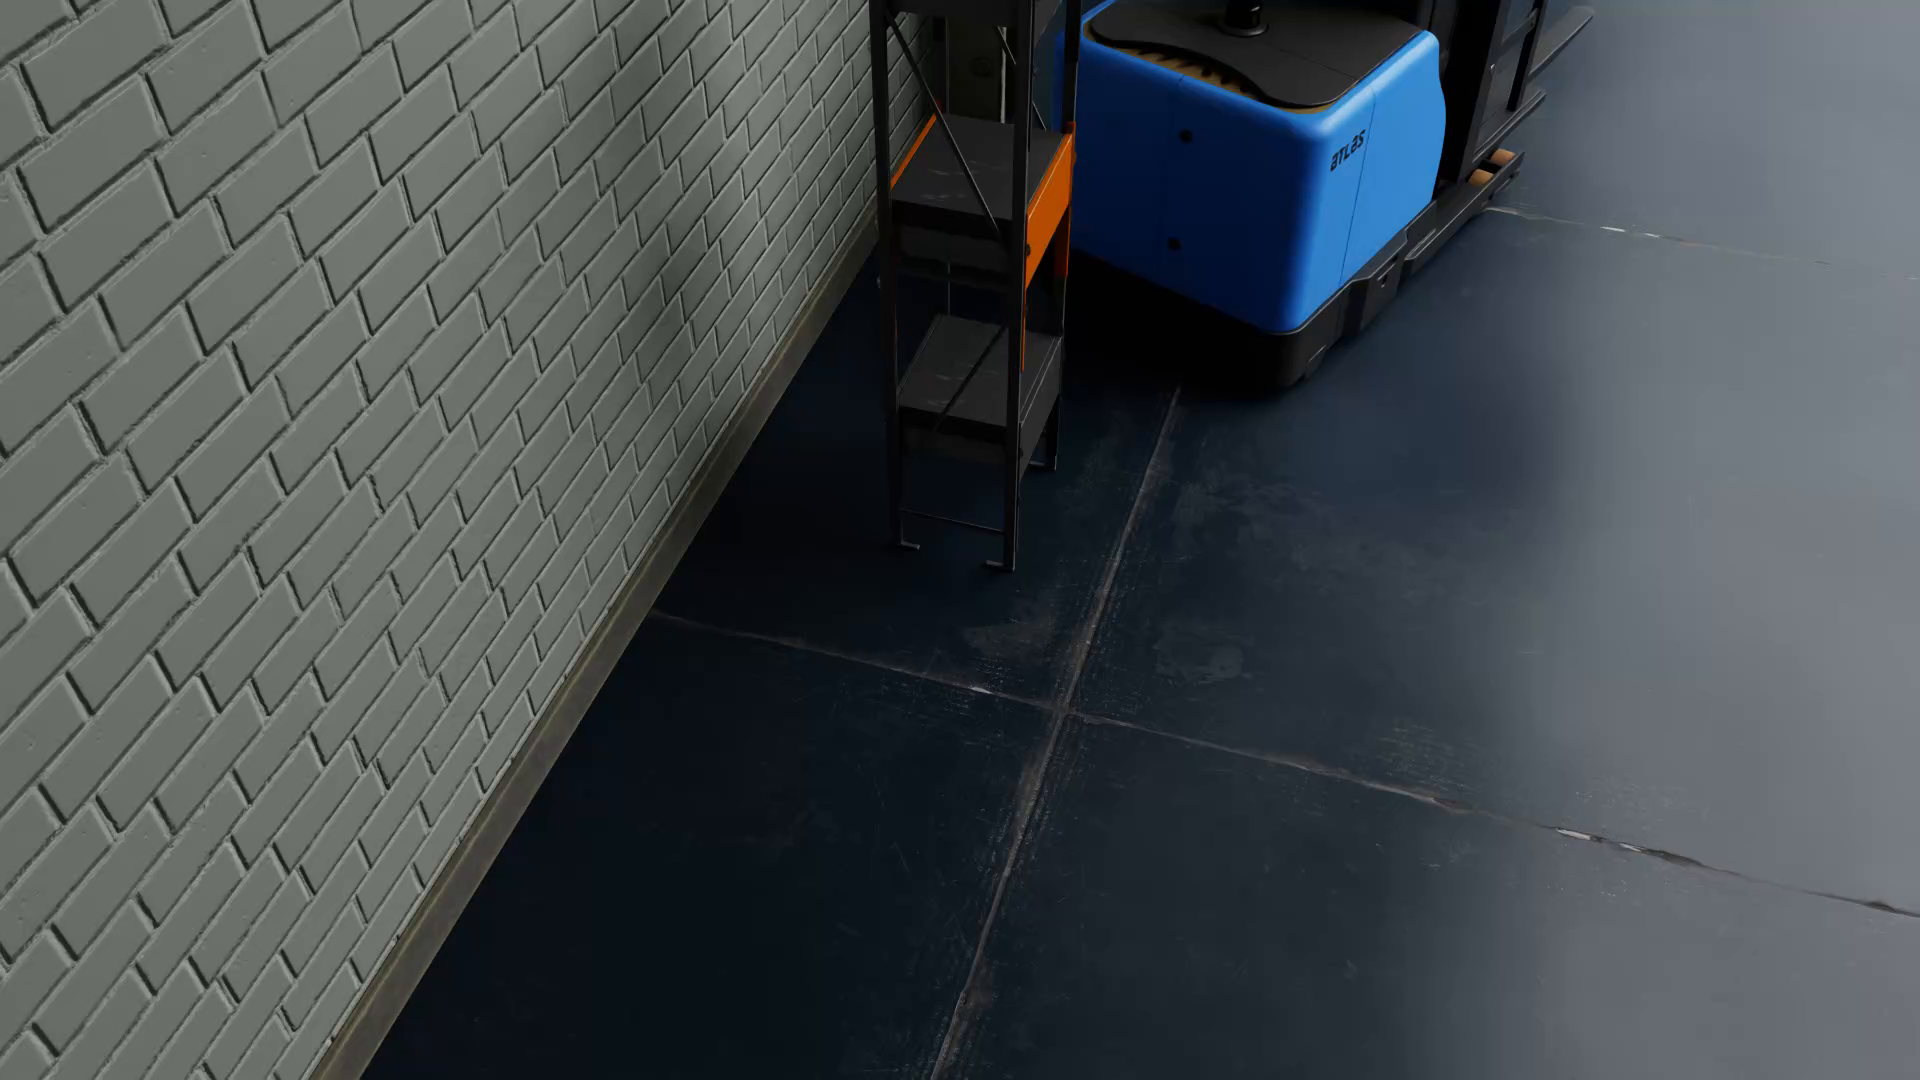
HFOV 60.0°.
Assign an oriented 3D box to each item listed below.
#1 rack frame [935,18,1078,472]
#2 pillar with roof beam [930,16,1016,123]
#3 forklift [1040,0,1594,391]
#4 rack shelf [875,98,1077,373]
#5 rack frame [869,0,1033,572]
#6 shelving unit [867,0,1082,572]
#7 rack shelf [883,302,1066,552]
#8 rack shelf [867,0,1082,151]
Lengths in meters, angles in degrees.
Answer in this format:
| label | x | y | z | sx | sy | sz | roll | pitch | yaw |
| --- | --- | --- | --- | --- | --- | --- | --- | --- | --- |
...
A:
| label | x | y | z | sx | sy | sz | roll | pitch | yaw |
| --- | --- | --- | --- | --- | --- | --- | --- | --- | --- |
| rack frame | 0.124 | -1.023 | 4.795 | 0.400 | 2.100 | 0.015 | 13 | 46 | 12 |
| pillar with roof beam | 4.182 | -4.069 | 2.974 | 9.100 | 9.000 | 0.400 | 13 | 46 | 13 |
| forklift | 1.595 | -2.532 | 5.742 | 1.130 | 2.935 | 3.031 | 29 | 51 | 26 |
| rack shelf | 0.050 | -0.851 | 4.638 | 0.431 | 0.518 | 0.480 | 13 | 46 | 12 |
| rack frame | -0.024 | -0.698 | 4.462 | 0.400 | 2.100 | 0.015 | 13 | 46 | 12 |
| shelving unit | 0.050 | -0.861 | 4.628 | 0.431 | 2.100 | 0.503 | 13 | 46 | 12 |
| rack shelf | 0.050 | -0.351 | 5.127 | 0.431 | 0.518 | 0.480 | 13 | 46 | 12 |
| rack shelf | 0.050 | -1.351 | 4.148 | 0.431 | 0.518 | 0.480 | 13 | 46 | 12 |
